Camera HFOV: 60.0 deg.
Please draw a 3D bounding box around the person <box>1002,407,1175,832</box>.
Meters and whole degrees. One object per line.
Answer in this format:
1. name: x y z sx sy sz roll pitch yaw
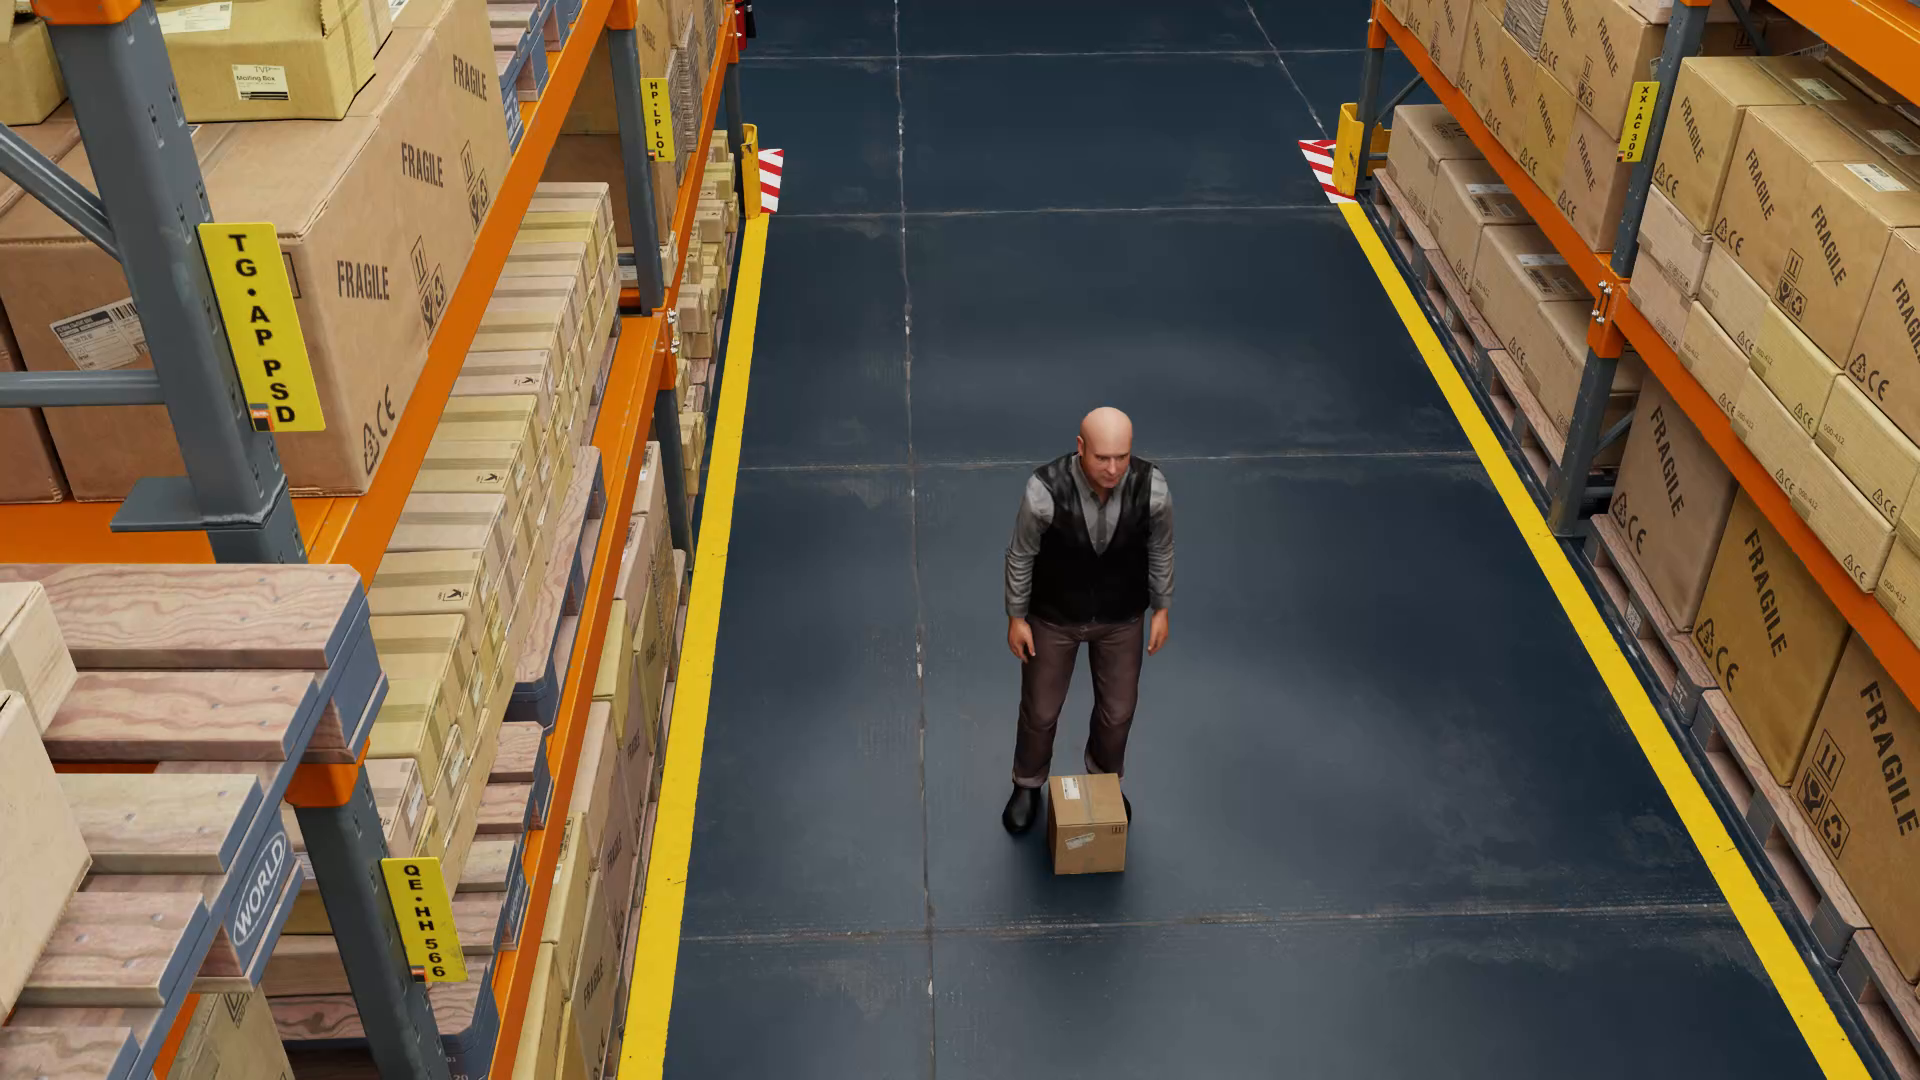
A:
1. person: 0.442 0.258 5.796 0.592 1.722 0.412 -3 35 -4
